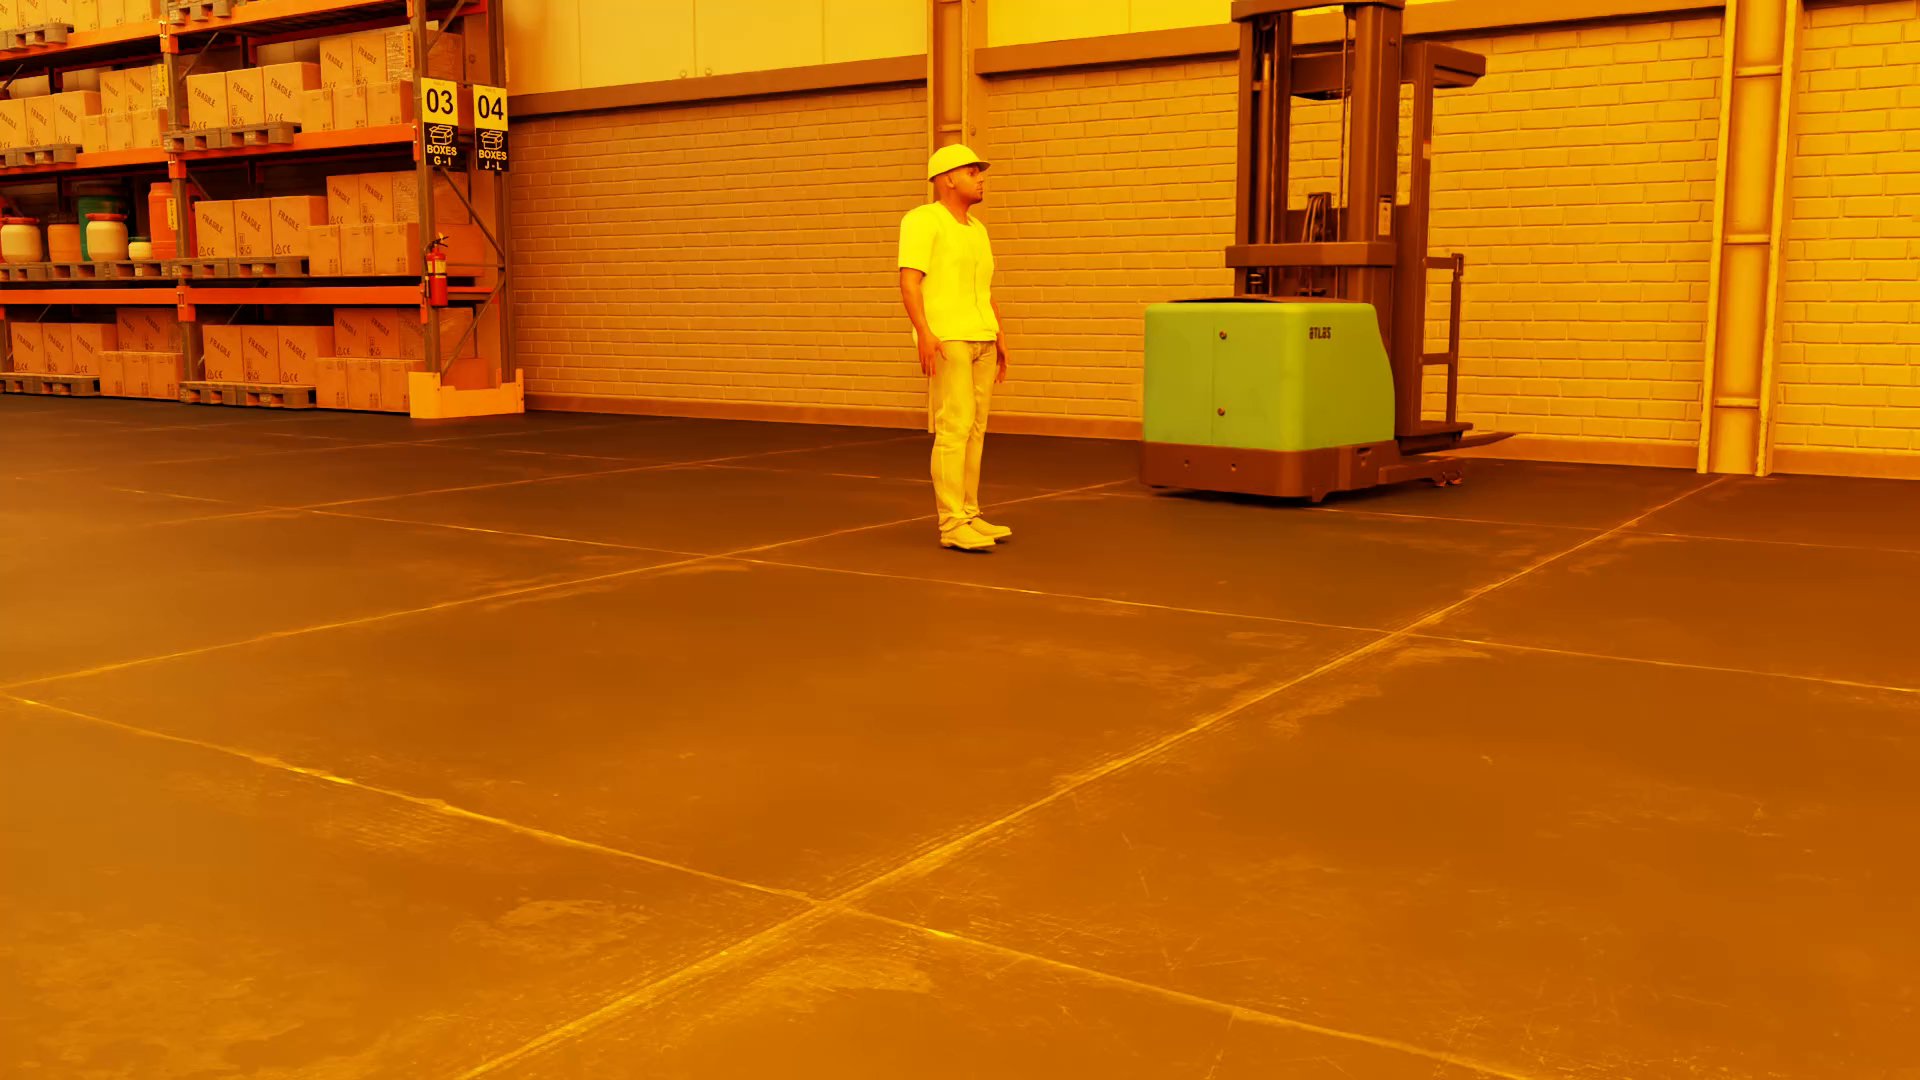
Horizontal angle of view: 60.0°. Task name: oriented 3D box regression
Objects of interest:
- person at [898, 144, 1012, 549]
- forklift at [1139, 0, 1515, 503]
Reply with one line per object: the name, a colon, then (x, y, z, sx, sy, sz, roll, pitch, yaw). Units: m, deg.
person: (0.055, -0.875, 7.435, 0.575, 1.768, 0.666, 5, 10, 34)
forklift: (2.375, -1.803, 9.870, 1.130, 2.935, 3.031, 7, 11, 42)
